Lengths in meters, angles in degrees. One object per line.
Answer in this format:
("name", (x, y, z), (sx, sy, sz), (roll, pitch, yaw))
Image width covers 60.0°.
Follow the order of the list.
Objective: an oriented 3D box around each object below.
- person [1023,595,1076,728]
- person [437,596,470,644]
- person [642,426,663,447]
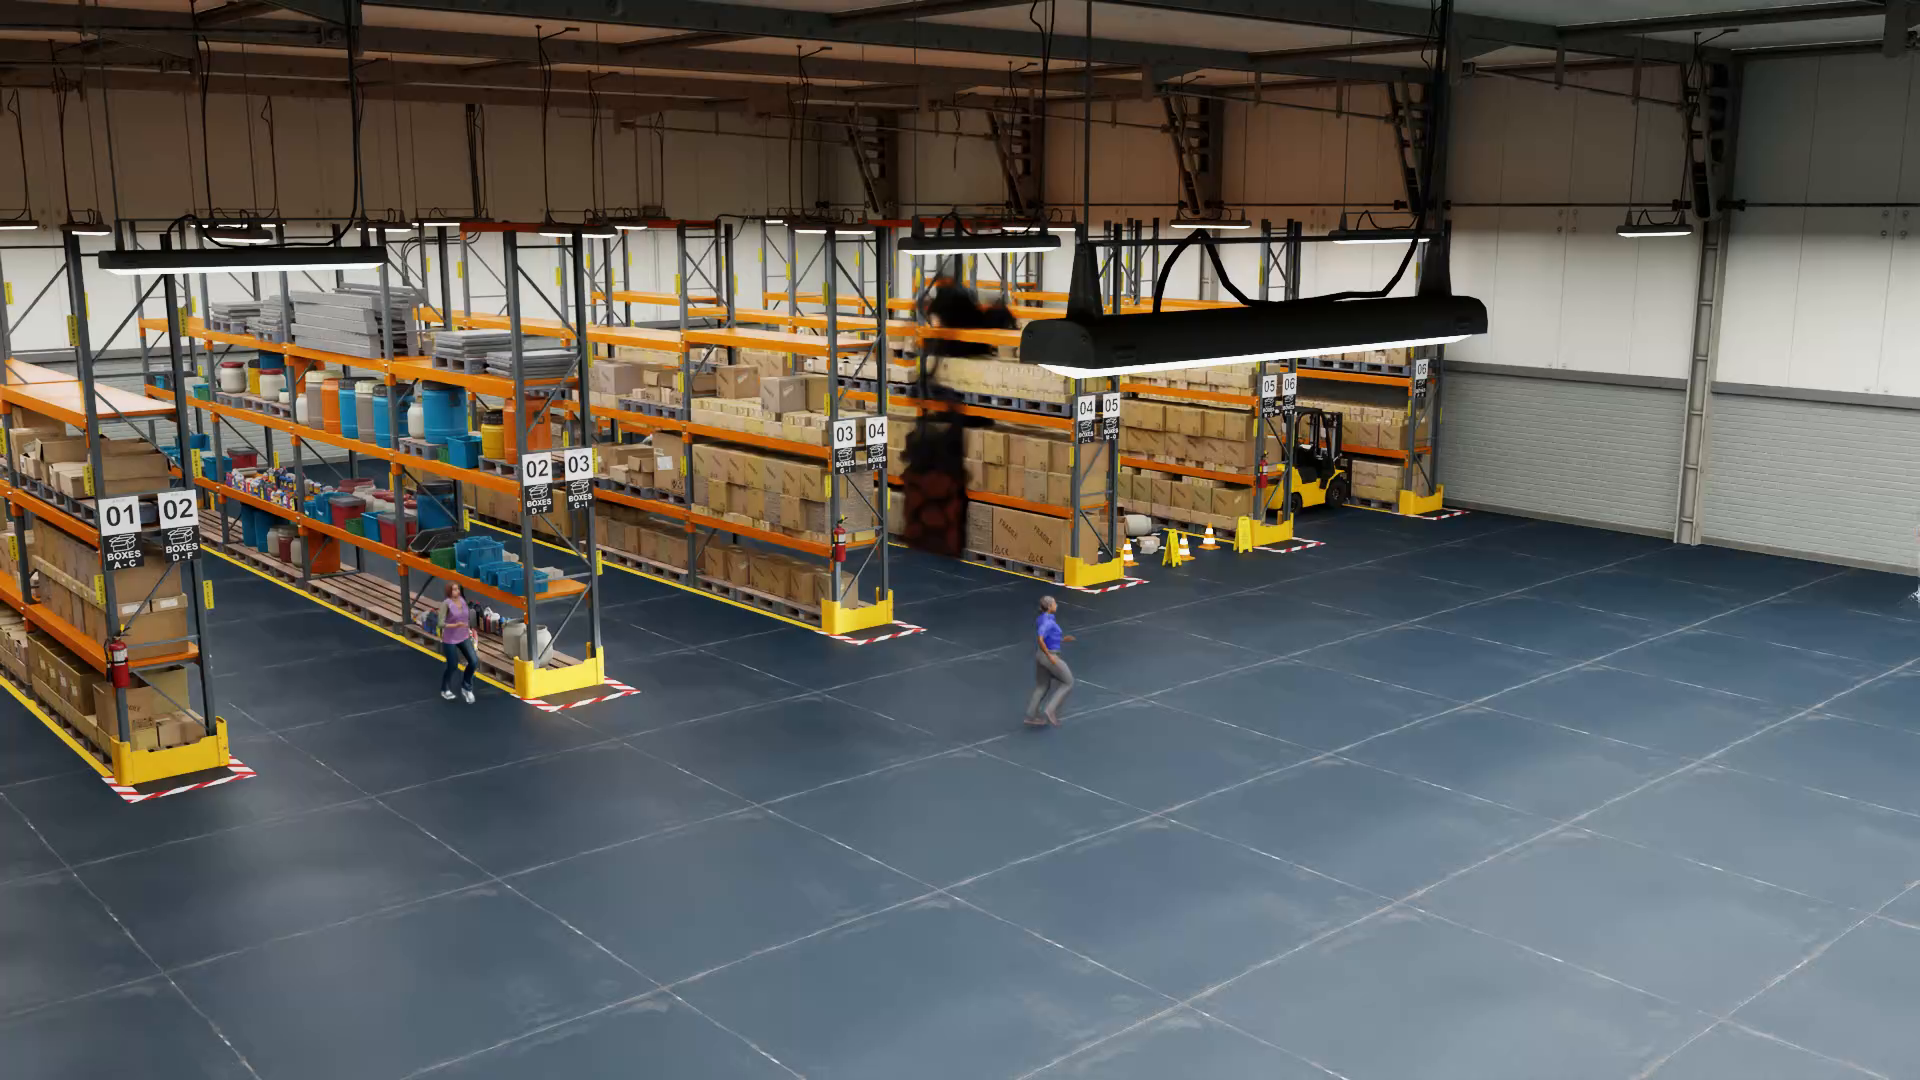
("person", (1.118, 1.518, 20.359), (0.666, 1.549, 0.546), (-4, 12, -21))
("person", (-6.476, 1.010, 21.272), (0.381, 0.569, 0.532), (9, 14, 37))
("person", (-6.398, -1.634, 35.471), (0.663, 1.719, 0.997), (-11, 16, -42))
